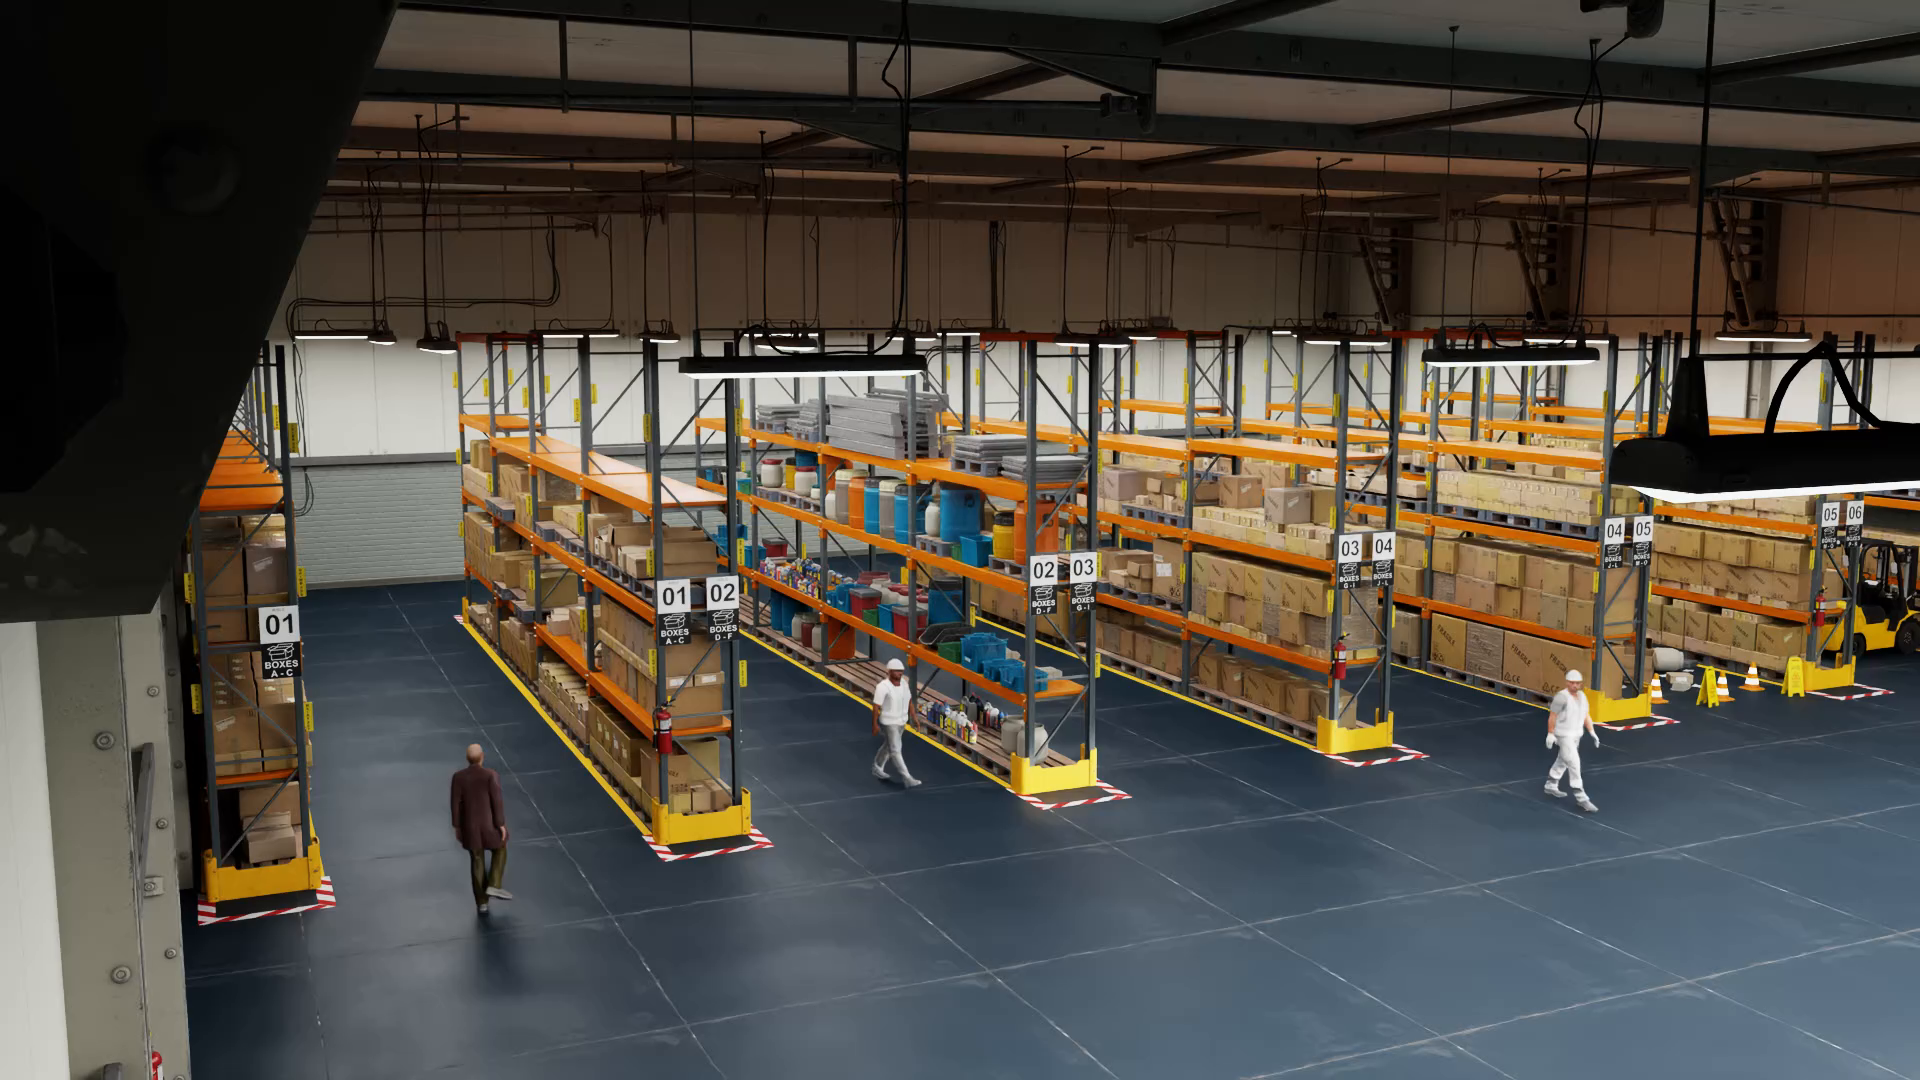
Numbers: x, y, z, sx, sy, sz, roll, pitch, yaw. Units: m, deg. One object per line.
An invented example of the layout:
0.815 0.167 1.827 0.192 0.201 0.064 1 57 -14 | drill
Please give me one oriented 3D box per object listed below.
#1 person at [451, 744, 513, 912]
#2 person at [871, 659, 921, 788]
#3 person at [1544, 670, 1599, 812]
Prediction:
-5.119 3.062 17.764 0.618 1.768 0.554 -1 8 -9 | person
-0.818 2.447 22.398 1.082 1.699 0.590 6 10 36 | person
7.945 2.550 21.519 0.561 1.761 0.885 -5 9 -32 | person
